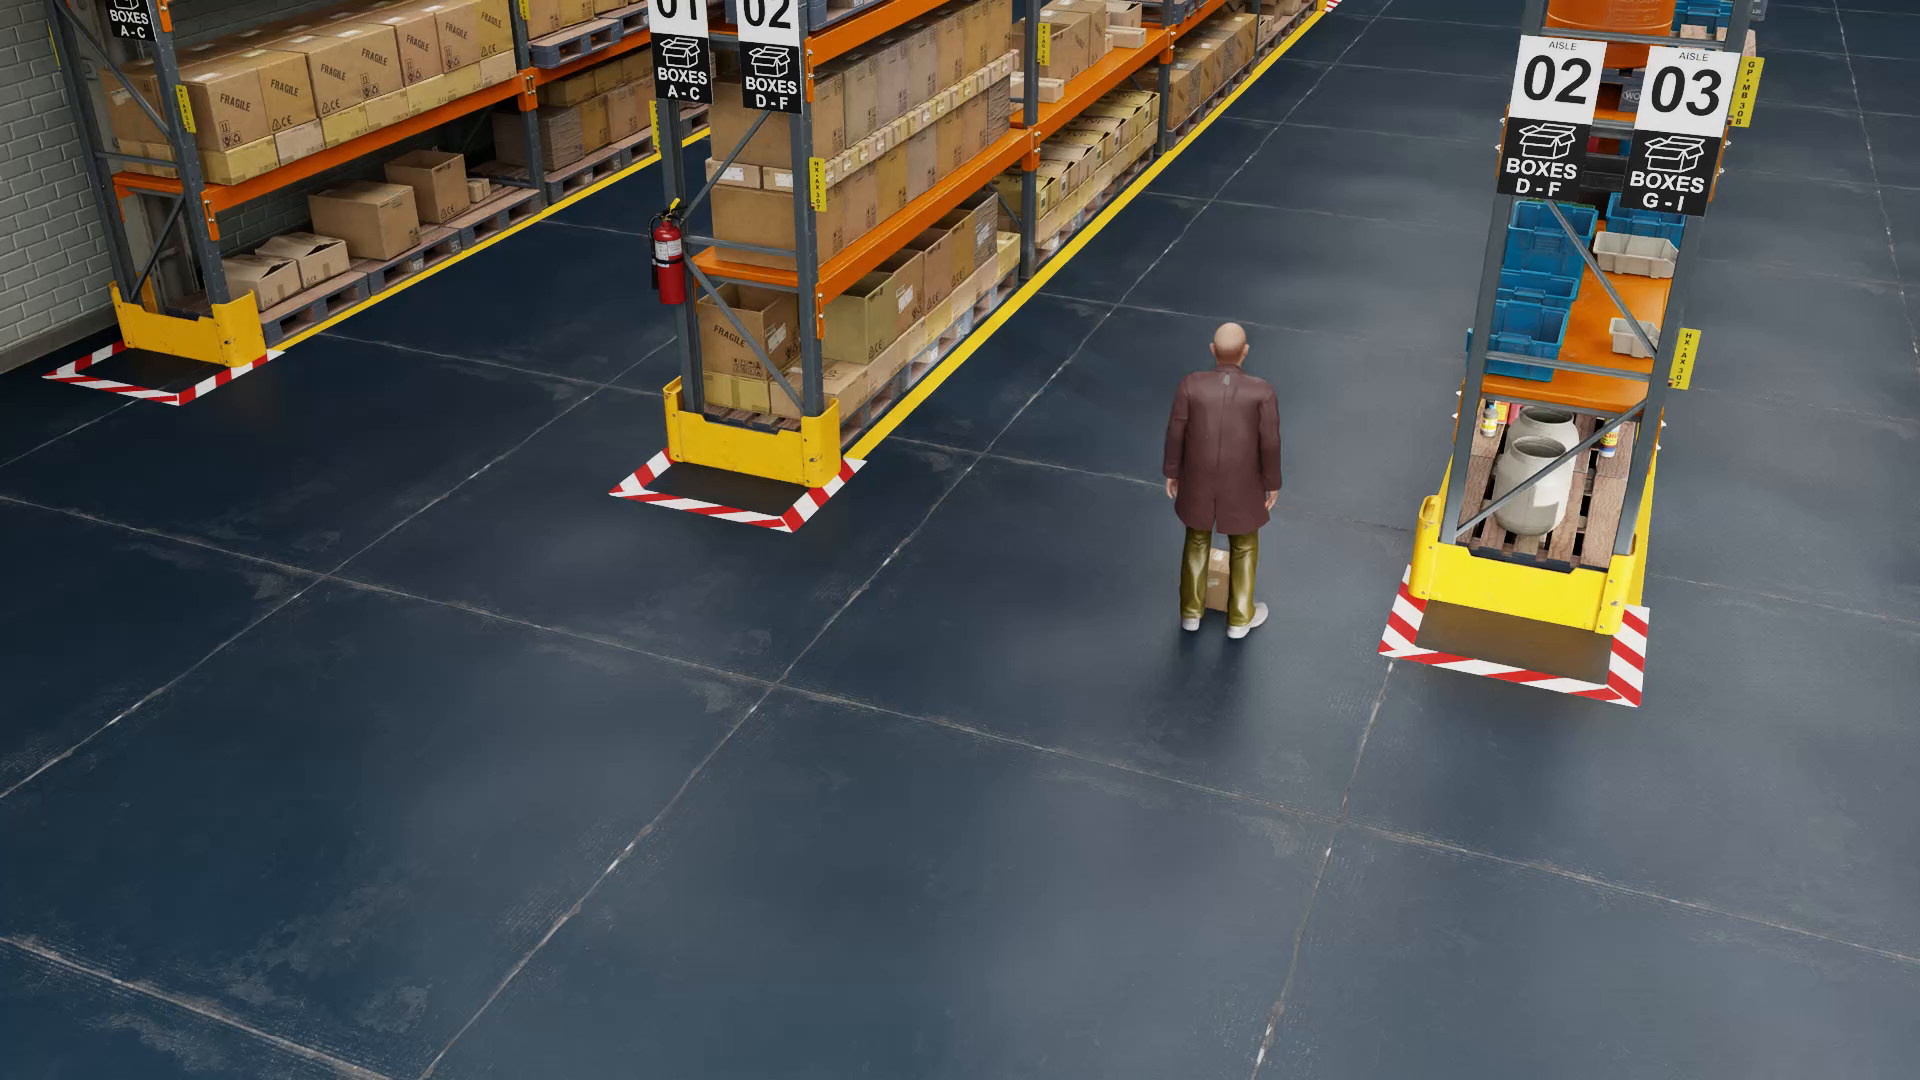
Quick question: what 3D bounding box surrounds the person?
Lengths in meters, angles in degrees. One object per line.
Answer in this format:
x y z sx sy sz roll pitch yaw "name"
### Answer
1.410 -0.316 8.985 0.649 1.772 0.420 9 31 16 "person"
